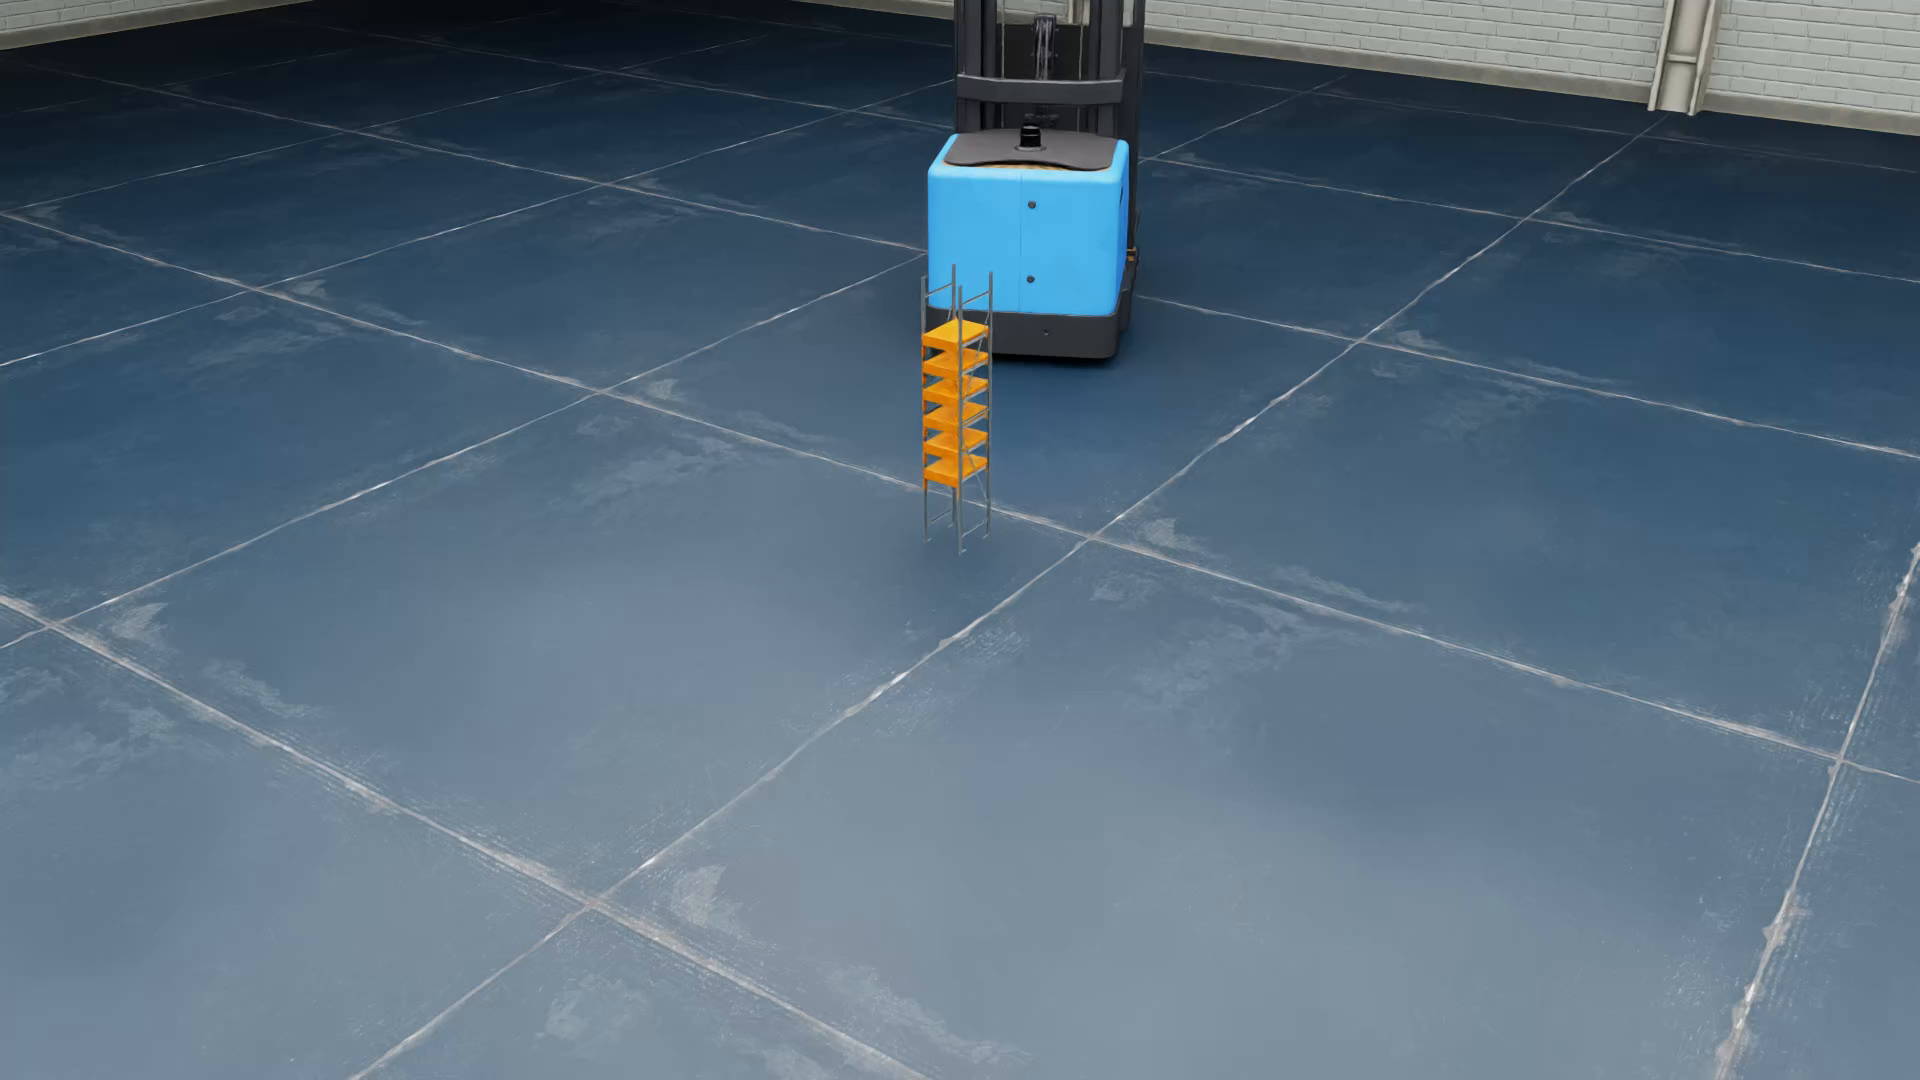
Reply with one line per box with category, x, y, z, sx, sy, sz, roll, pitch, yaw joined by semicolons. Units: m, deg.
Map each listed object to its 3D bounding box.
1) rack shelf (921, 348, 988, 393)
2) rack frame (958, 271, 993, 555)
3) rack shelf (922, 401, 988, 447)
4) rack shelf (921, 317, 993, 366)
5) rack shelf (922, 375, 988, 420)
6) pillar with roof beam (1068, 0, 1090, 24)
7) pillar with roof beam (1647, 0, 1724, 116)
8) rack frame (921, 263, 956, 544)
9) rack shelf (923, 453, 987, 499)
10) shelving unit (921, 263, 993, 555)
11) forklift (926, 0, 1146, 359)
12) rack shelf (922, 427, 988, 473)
rack shelf;-0.012;-0.713;6.896;0.180;0.103;0.258;17;32;30
rack frame;0.063;-0.515;6.939;0.006;1.200;0.240;17;32;30
rack shelf;-0.012;-0.499;7.005;0.180;0.103;0.258;17;32;30
rack shelf;-0.012;-0.820;6.842;0.180;0.103;0.258;17;32;30
rack shelf;-0.012;-0.606;6.951;0.180;0.103;0.258;17;32;30
pillar with roof beam;-1.043;-7.759;12.575;0.400;9.000;9.100;17;32;30
pillar with roof beam;3.902;-6.218;9.547;0.400;9.000;9.100;17;32;30
rack frame;-0.087;-0.562;7.031;0.006;1.200;0.240;17;32;30
rack shelf;-0.012;-0.285;7.114;0.180;0.103;0.258;17;32;30
shelving unit;-0.012;-0.538;6.985;0.189;1.200;0.258;17;32;30
forklift;0.546;-2.934;9.784;1.130;2.935;3.031;4;27;8
rack shelf;-0.012;-0.392;7.060;0.180;0.103;0.258;17;32;30
